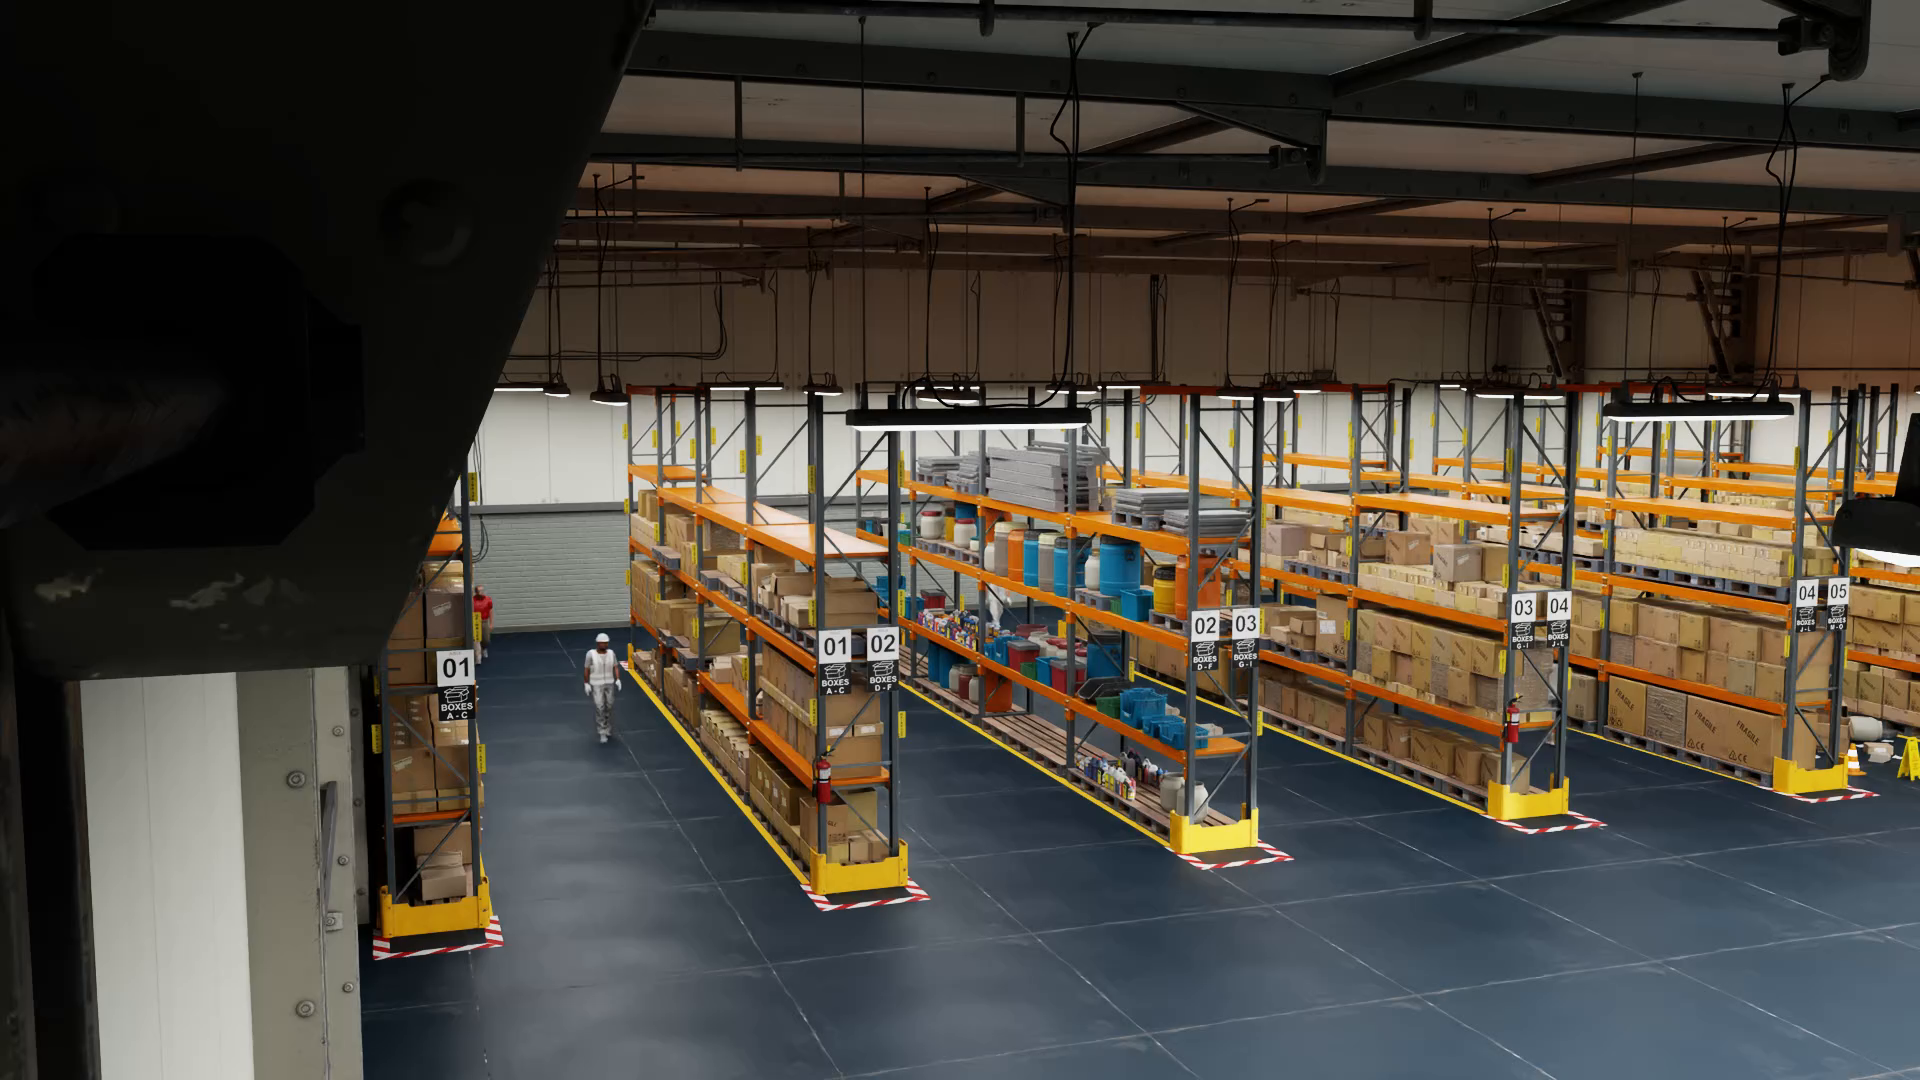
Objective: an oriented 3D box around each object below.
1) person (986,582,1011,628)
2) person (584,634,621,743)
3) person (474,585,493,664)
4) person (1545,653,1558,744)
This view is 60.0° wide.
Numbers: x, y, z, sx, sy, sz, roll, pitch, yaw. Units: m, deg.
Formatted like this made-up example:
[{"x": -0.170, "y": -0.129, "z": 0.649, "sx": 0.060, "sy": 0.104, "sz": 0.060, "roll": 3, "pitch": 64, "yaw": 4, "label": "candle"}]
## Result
[{"x": 0.889, "y": 1.409, "z": 39.045, "sx": 0.600, "sy": 1.724, "sz": 1.034, "roll": -2, "pitch": 6, "yaw": -18, "label": "person"}, {"x": -6.065, "y": 2.520, "z": 28.460, "sx": 0.576, "sy": 1.801, "sz": 0.684, "roll": -4, "pitch": 7, "yaw": -34, "label": "person"}, {"x": -10.326, "y": 1.790, "z": 35.800, "sx": 0.547, "sy": 1.674, "sz": 0.929, "roll": -2, "pitch": 6, "yaw": -22, "label": "person"}, {"x": 9.943, "y": 2.649, "z": 28.021, "sx": 0.455, "sy": 1.570, "sz": 0.441, "roll": -1, "pitch": 6, "yaw": -12, "label": "person"}]
